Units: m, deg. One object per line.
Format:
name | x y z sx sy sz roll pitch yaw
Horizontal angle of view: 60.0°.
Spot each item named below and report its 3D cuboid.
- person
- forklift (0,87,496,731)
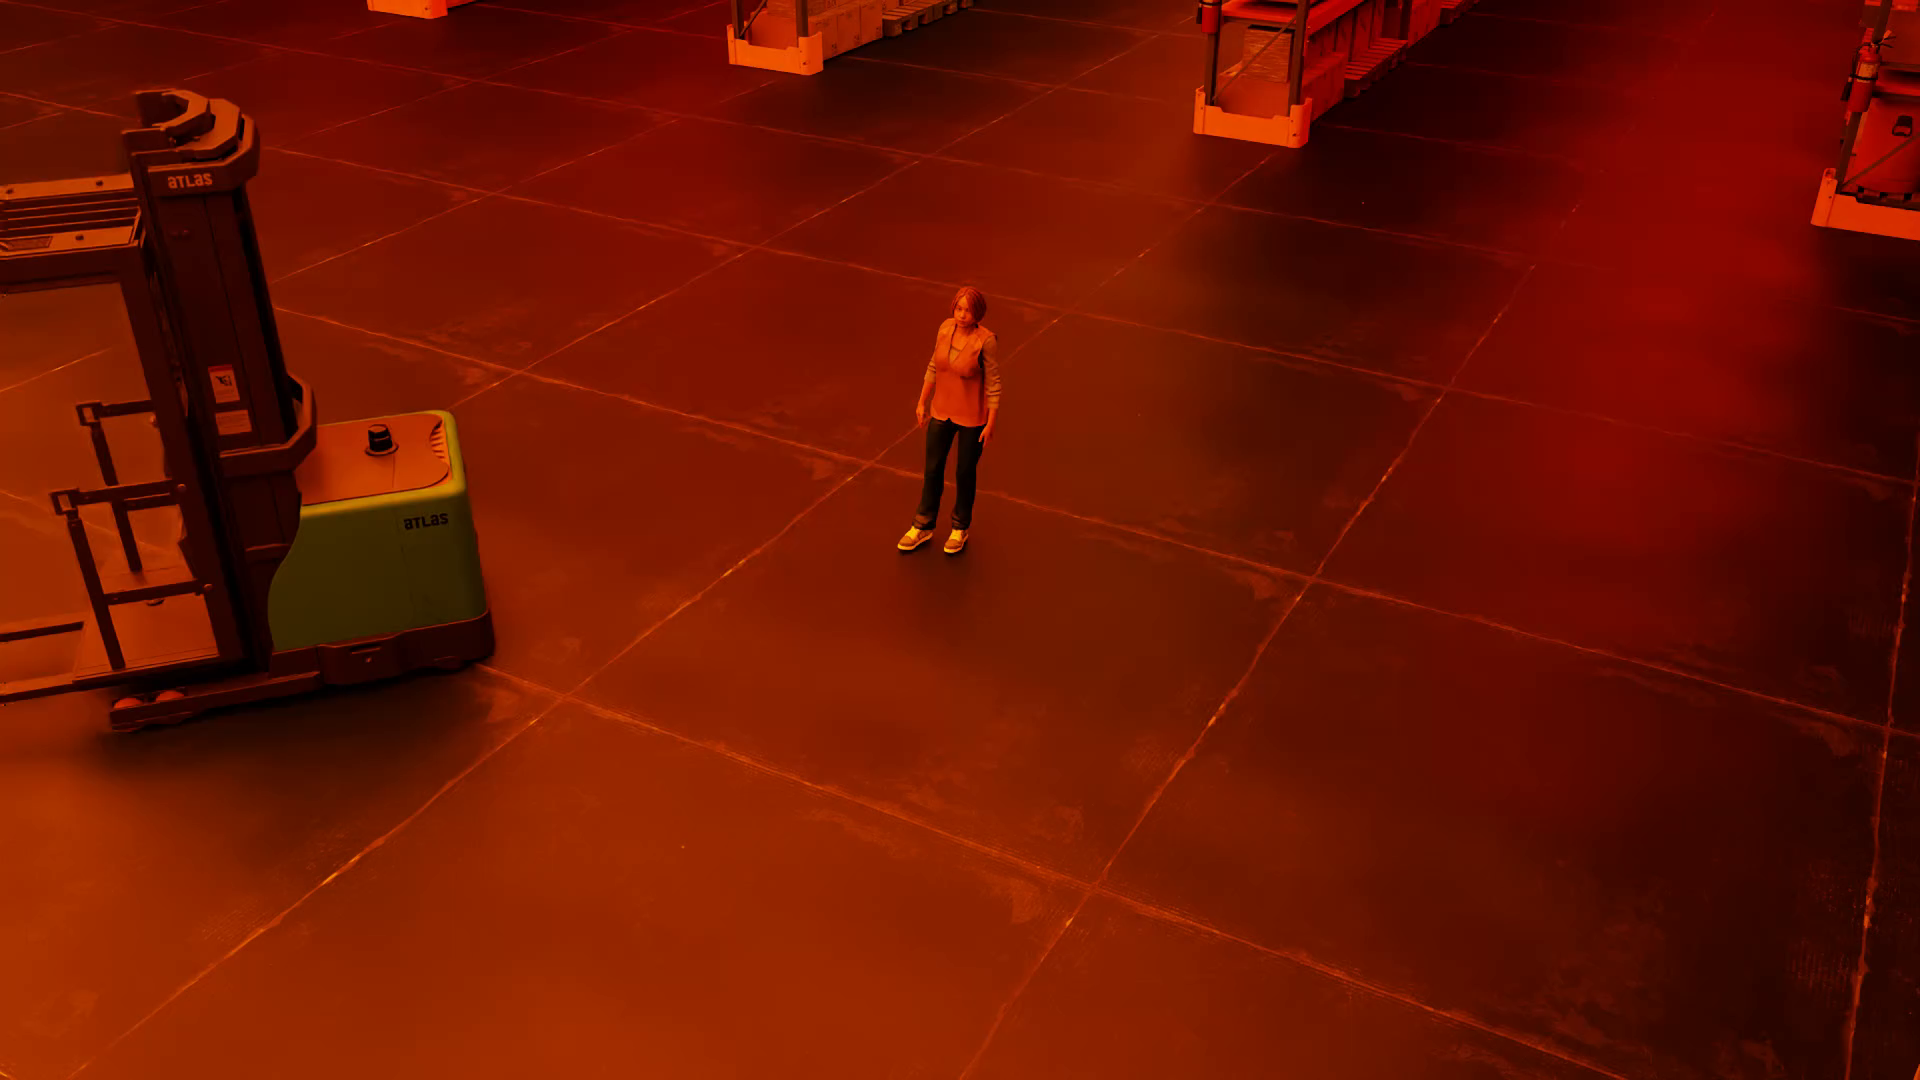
person | -0.051 -0.669 9.551 0.514 1.599 0.473 15 33 25
forklift | -4.051 -0.605 8.120 3.031 2.935 1.130 -10 31 -16
